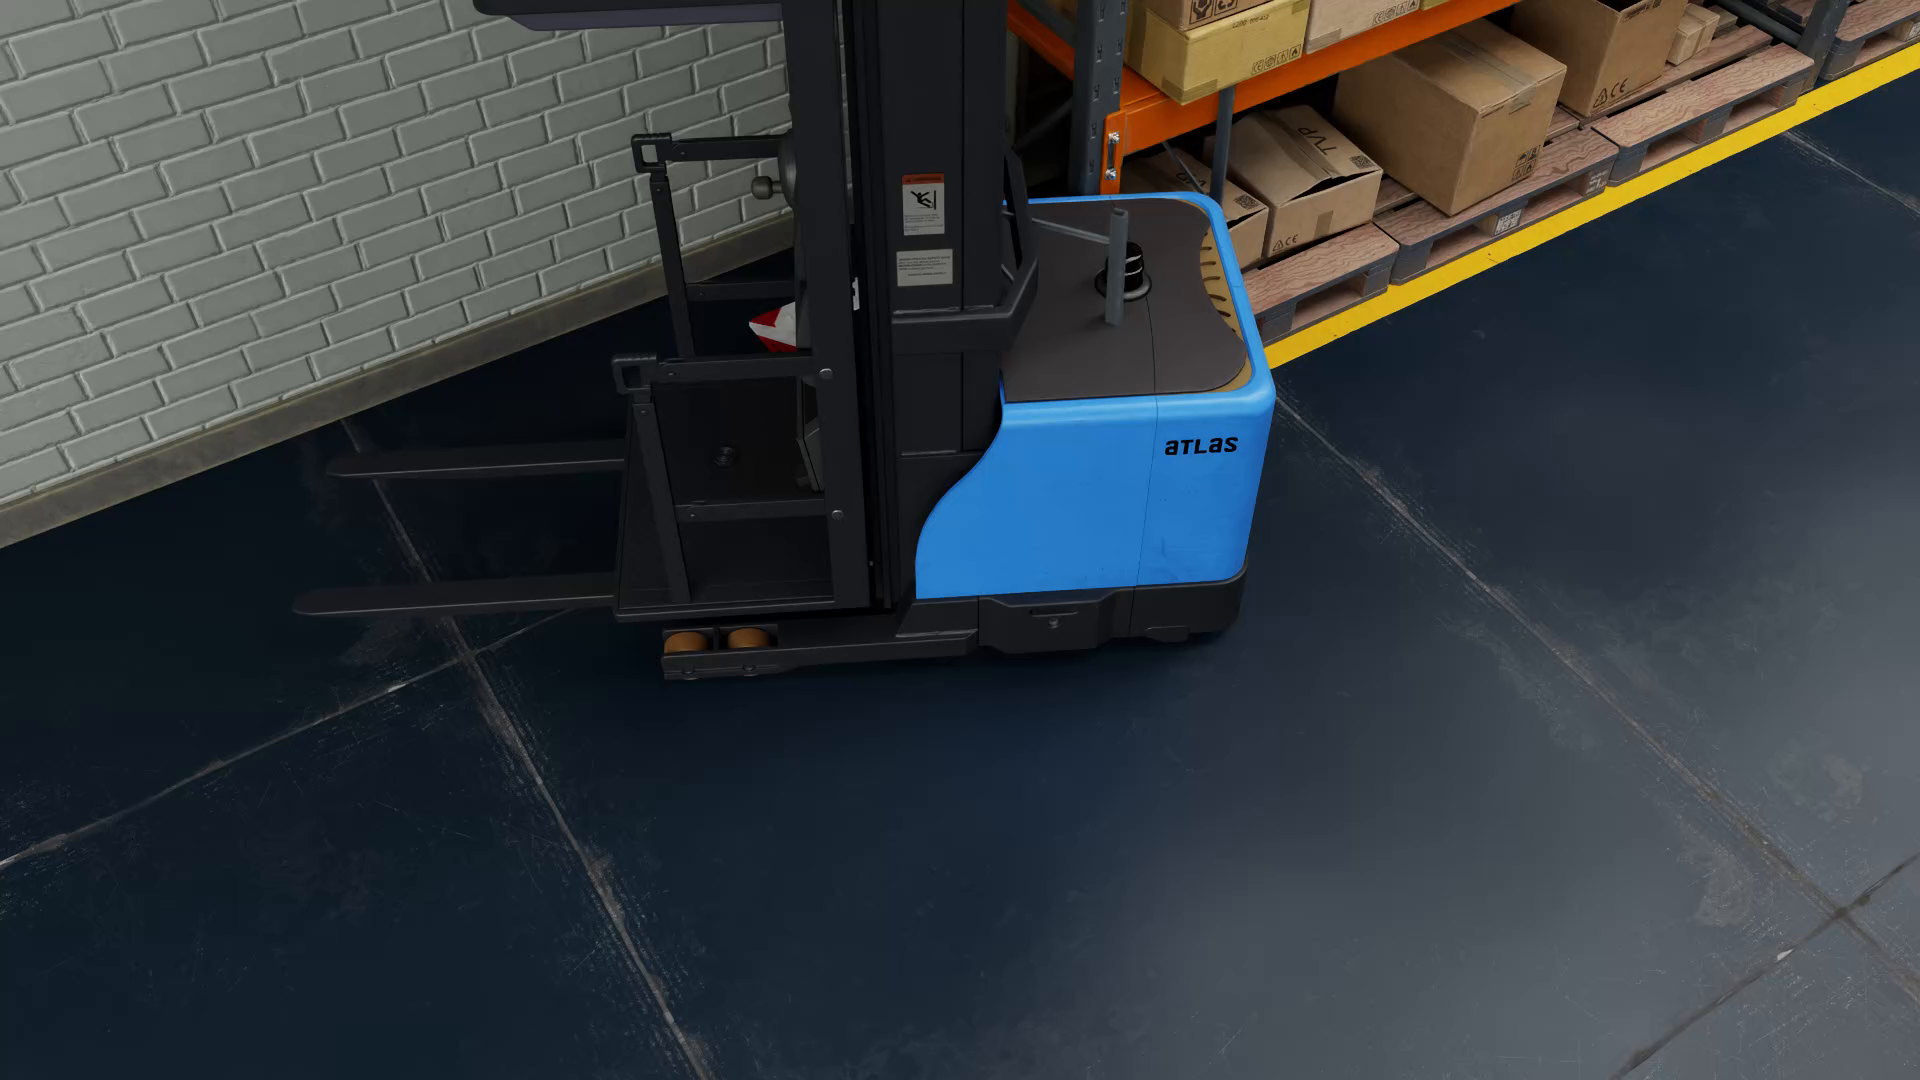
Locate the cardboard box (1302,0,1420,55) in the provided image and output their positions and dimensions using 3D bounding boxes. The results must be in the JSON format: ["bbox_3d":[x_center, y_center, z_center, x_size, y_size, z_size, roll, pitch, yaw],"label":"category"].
[{"bbox_3d":[1.193,-1.909,5.529,0.500,0.250,0.500,-27,54,-22],"label":"cardboard box"}]

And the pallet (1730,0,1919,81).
[{"bbox_3d":[4.220,-2.720,8.031,1.213,0.211,1.003,-25,53,-21],"label":"pallet"}]

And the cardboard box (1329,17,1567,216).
[{"bbox_3d":[1.941,-1.764,6.692,0.500,0.500,0.700,-28,54,-23],"label":"cardboard box"}]

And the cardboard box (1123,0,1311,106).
[{"bbox_3d":[0.761,-1.693,5.336,0.500,0.250,0.500,-27,54,-22],"label":"cardboard box"}]

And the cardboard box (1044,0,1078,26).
[{"bbox_3d":[0.471,-2.008,5.617,0.500,0.250,0.500,-25,53,-20],"label":"cardboard box"}]

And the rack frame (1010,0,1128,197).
[{"bbox_3d":[0.179,-1.742,5.293,0.127,3.000,1.000,-25,53,-21],"label":"rack frame"}]

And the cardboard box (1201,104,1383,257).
[{"bbox_3d":[1.294,-1.441,6.530,0.500,0.311,0.500,-21,52,-18],"label":"cardboard box"}]

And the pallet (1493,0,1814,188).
[{"bbox_3d":[3.013,-2.119,7.496,1.213,0.211,1.003,-25,53,-21],"label":"pallet"}]

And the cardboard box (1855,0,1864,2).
[{"bbox_3d":[4.176,-2.955,7.752,0.500,0.500,0.700,-24,52,-20],"label":"cardboard box"}]

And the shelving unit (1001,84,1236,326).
[{"bbox_3d":[0.457,-0.815,5.483,0.538,1.500,1.048,18,51,17],"label":"shelving unit"}]

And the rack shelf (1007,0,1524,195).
[{"bbox_3d":[1.871,-2.300,6.271,4.000,0.370,1.077,-25,53,-21],"label":"rack shelf"}]

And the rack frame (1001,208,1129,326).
[{"bbox_3d":[0.249,-0.464,5.179,0.500,1.500,0.032,18,51,17],"label":"rack frame"}]

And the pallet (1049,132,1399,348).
[{"bbox_3d":[0.949,-1.147,6.630,1.213,0.211,1.003,-25,53,-21],"label":"pallet"}]

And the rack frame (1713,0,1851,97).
[{"bbox_3d":[3.562,-3.336,6.713,0.127,3.000,1.000,-25,53,-21],"label":"rack frame"}]

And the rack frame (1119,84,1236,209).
[{"bbox_3d":[0.665,-1.166,5.786,0.500,1.500,0.032,18,51,17],"label":"rack frame"}]

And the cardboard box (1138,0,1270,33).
[{"bbox_3d":[0.743,-1.949,5.062,0.500,0.500,0.500,-25,53,-21],"label":"cardboard box"}]

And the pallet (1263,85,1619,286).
[{"bbox_3d":[1.980,-1.630,7.060,1.213,0.211,1.003,-25,53,-21],"label":"pallet"}]

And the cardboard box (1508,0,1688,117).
[{"bbox_3d":[2.706,-2.212,7.091,0.500,0.500,0.500,-29,54,-23],"label":"cardboard box"}]

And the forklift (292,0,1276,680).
[{"bbox_3d":[-0.628,-0.938,4.623,3.031,2.935,1.130,-3,48,-3],"label":"forklift"}]

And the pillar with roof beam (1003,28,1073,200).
[{"bbox_3d":[2.607,-1.844,1.366,0.400,9.000,9.100,-25,53,-21],"label":"pillar with roof beam"}]

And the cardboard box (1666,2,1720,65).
[{"bbox_3d":[3.126,-2.308,7.400,0.250,0.166,0.380,-32,56,-25],"label":"cardboard box"}]

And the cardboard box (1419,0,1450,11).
[{"bbox_3d":[1.627,-2.108,5.706,0.500,0.250,0.500,-26,53,-21],"label":"cardboard box"}]

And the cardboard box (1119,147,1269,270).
[{"bbox_3d":[0.812,-1.213,6.328,0.500,0.311,0.500,-31,55,-25],"label":"cardboard box"}]

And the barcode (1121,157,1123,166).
[{"bbox_3d":[0.614,-1.476,6.556,0.075,0.075,0.001,-25,53,-21],"label":"barcode"}]
